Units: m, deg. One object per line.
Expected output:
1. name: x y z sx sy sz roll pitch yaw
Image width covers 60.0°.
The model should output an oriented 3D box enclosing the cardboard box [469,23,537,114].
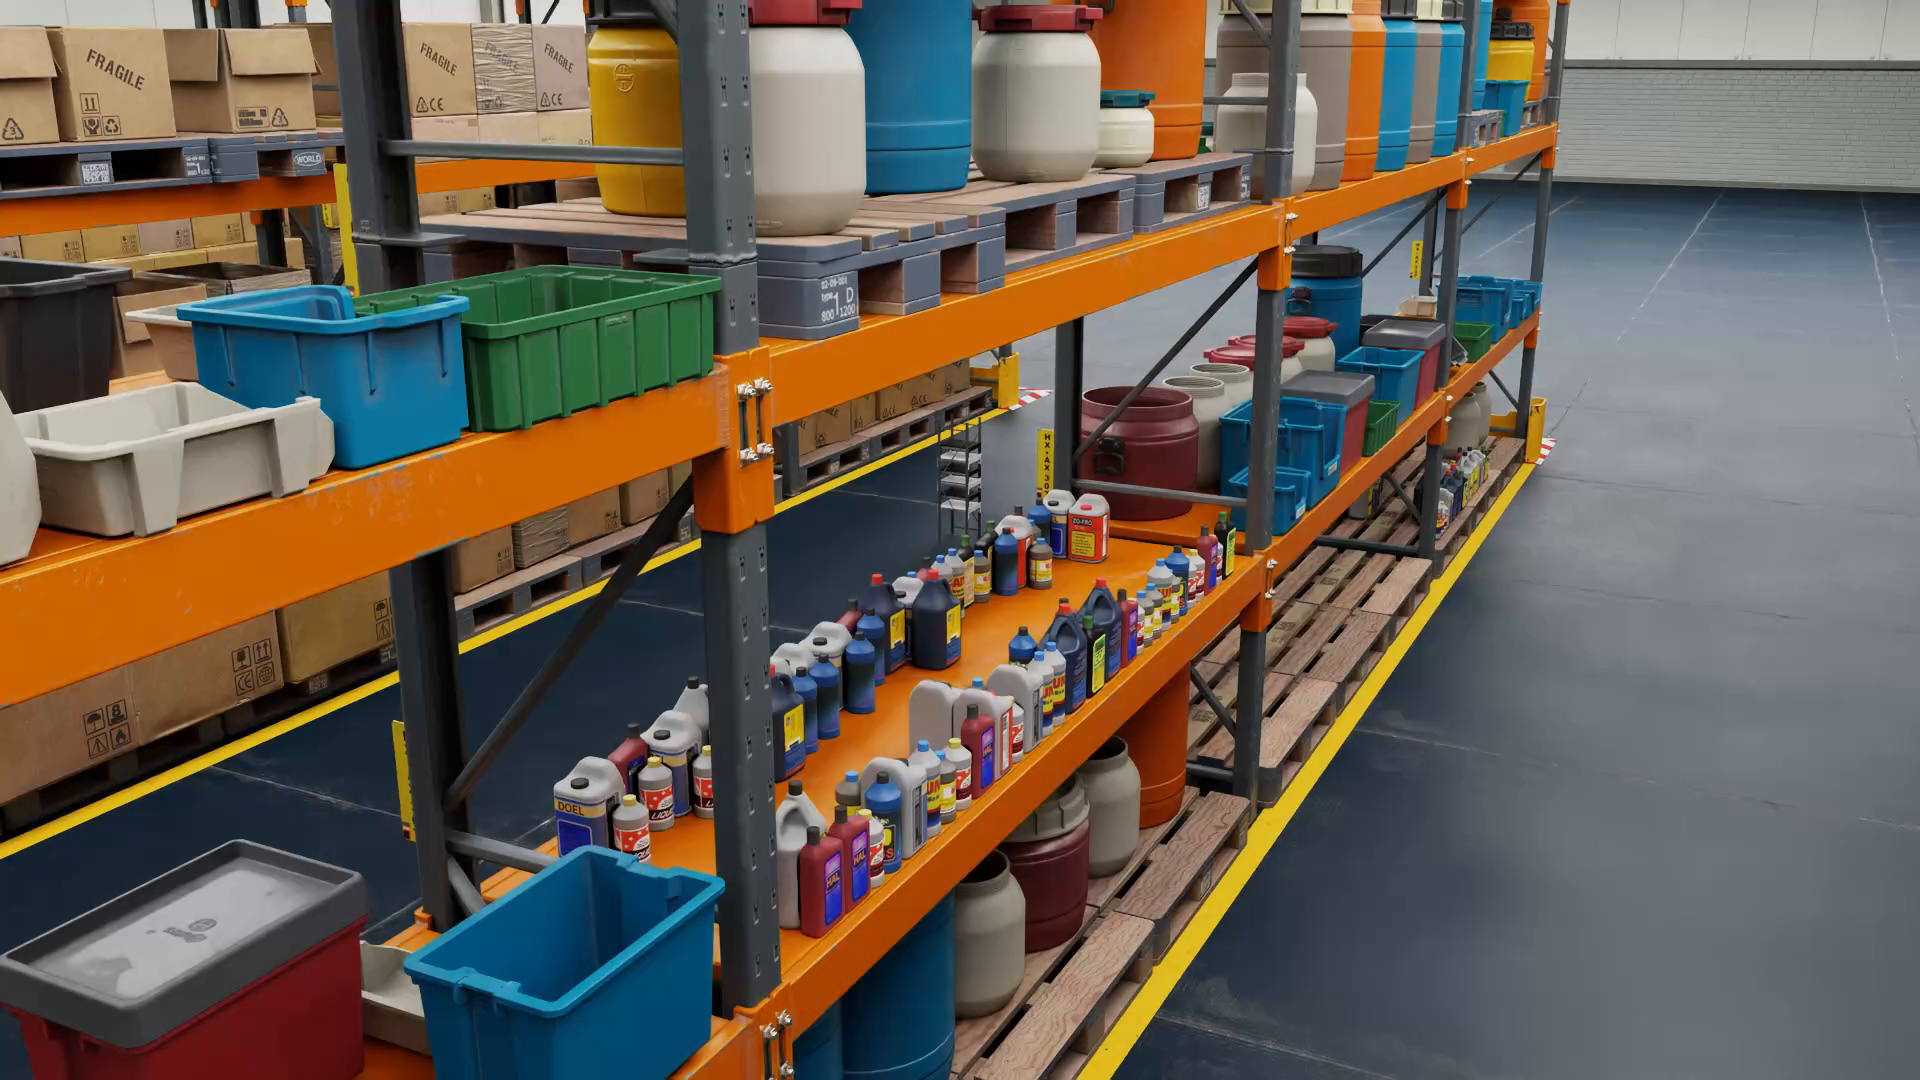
1. cardboard box: -2.863 -2.772 9.766 0.500 0.500 0.500 8 18 26

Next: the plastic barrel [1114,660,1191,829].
1. plastic barrel: 0.695 0.765 7.253 0.600 0.830 0.708 8 18 25

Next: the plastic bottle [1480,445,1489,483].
1. plastic bottle: 4.008 -0.591 12.745 0.061 0.283 0.133 9 19 27

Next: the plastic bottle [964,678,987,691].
1. plastic bottle: 0.056 0.538 5.293 0.097 0.201 0.097 0 17 0

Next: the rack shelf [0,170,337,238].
1. rack shelf: -4.427 -1.414 7.513 1.077 0.370 4.000 8 18 25

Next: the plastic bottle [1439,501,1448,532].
1. plastic bottle: 3.311 -0.166 11.457 0.097 0.201 0.097 0 17 0

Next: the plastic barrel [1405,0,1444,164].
1. plastic barrel: 2.360 -2.574 9.273 0.600 0.901 0.600 0 17 0

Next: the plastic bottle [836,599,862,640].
1. plastic bottle: -0.388 0.353 5.772 0.061 0.283 0.133 8 18 25

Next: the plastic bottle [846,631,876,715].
1. plastic bottle: -0.330 0.435 5.518 0.097 0.271 0.097 0 17 0

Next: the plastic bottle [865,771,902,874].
1. plastic bottle: -0.206 0.750 4.455 0.097 0.271 0.097 0 17 0

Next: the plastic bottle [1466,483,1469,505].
1. plastic bottle: 3.649 -0.359 12.106 0.097 0.201 0.097 0 17 0

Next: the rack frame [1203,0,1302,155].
1. rack frame: 0.898 -3.076 6.577 1.000 3.000 0.127 8 18 25

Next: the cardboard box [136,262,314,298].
1. cardboard box: -3.874 -1.175 8.776 0.797 0.503 0.637 9 19 27

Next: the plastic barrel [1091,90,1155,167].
1. plastic barrel: 0.550 -1.482 5.982 0.301 0.262 0.301 0 17 0

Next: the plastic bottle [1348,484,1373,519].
1. plastic bottle: 2.844 -0.343 11.790 0.144 0.351 0.185 8 18 25

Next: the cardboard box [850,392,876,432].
1. cardboard box: -1.075 -1.264 14.666 0.500 0.500 0.500 6 18 20

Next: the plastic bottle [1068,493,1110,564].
1. plastic bottle: 0.552 -0.053 7.151 0.152 0.276 0.135 8 18 25

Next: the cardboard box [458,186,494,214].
1. cardboard box: -5.206 -3.596 16.704 0.875 0.550 0.500 8 18 25

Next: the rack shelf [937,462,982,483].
1. rack shelf: -0.004 -0.484 11.873 0.258 0.077 0.200 8 18 25

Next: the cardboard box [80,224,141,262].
1. cardboard box: -7.035 -2.518 13.302 0.700 0.500 0.500 8 18 25

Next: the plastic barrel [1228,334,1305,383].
1. plastic barrel: 1.734 -0.882 9.486 0.433 0.535 0.433 0 17 0

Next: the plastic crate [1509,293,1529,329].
1. plastic crate: 4.221 -1.837 13.201 0.499 0.251 0.408 8 18 25

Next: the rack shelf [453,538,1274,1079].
1. rack shelf: 0.004 0.654 5.818 1.077 0.370 4.000 8 18 25

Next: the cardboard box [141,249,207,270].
1. cardboard box: -6.583 -2.130 13.751 0.500 0.500 0.500 8 18 26

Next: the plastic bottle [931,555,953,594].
1. plastic bottle: -0.074 0.192 6.337 0.097 0.271 0.097 0 17 0

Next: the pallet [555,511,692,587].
1. pallet: -2.636 -0.002 11.662 1.003 0.211 1.213 8 18 25

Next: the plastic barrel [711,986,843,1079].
1. plastic barrel: -0.631 1.487 4.699 0.600 0.901 0.708 8 18 25

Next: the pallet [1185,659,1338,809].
1. pallet: 1.279 0.944 8.476 1.003 0.211 1.213 8 18 25

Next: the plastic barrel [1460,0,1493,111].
1. plastic barrel: 3.226 -3.339 11.111 0.600 0.901 0.708 8 18 25

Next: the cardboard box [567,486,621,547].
1. cardboard box: -2.768 -0.305 11.399 0.700 0.500 0.500 10 19 30

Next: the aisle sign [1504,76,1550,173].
1. aisle sign: 4.771 -3.465 13.856 0.394 0.787 0.004 8 18 25

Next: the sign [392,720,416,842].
1. sign: -1.381 0.615 4.199 0.100 0.325 0.005 8 18 25

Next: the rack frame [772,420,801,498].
1. rack frame: -1.746 -1.849 12.983 1.000 3.000 0.127 8 18 25

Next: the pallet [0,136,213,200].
1. pallet: -4.270 -1.722 7.617 1.003 0.211 1.213 9 19 28

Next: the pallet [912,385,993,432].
1. pallet: -0.387 -1.310 16.064 1.003 0.211 1.213 8 18 25

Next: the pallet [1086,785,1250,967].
1. pallet: 0.583 1.342 7.134 1.003 0.211 1.213 8 18 25

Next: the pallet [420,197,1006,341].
1. pallet: -0.626 -0.741 4.315 1.213 0.211 1.003 8 18 25

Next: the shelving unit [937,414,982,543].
1. shelving unit: -0.004 -0.429 11.889 0.258 0.900 0.210 8 18 25

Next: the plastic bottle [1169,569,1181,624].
1. plastic bottle: 0.797 0.212 6.390 0.097 0.201 0.097 0 17 0

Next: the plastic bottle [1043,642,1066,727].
1. plastic bottle: 0.295 0.465 5.417 0.097 0.271 0.097 0 17 0

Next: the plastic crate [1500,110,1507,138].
1. plastic crate: 3.634 -2.923 11.701 0.336 0.188 0.450 8 18 25

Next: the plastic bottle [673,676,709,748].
1. plastic bottle: -0.771 0.566 4.936 0.144 0.351 0.185 8 18 25

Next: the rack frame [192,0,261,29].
1. rack frame: -8.824 -7.005 19.804 1.000 3.000 0.127 8 18 25

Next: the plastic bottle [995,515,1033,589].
1. plastic bottle: 0.209 0.046 6.819 0.152 0.276 0.135 8 18 25

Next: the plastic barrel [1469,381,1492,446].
1. plastic barrel: 4.247 -1.070 13.989 0.421 0.512 0.421 0 17 0

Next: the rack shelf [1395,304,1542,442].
1. rack shelf: 3.579 -1.384 12.679 1.077 0.370 4.000 8 18 25

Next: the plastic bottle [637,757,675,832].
1. plastic bottle: -0.861 0.713 4.705 0.097 0.201 0.097 0 17 0

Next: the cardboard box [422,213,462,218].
1. cardboard box: -5.411 -2.939 16.388 0.875 0.550 0.550 8 18 25

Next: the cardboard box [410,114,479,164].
1. cardboard box: -3.095 -2.284 9.441 0.500 0.250 0.500 8 19 26

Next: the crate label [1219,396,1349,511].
1. crate label: 1.584 -0.436 8.162 0.502 0.435 0.616 8 18 25

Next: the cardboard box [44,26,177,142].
1. cardboard box: -4.048 -2.122 7.720 0.500 0.500 0.500 9 19 28

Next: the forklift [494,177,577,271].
1. forklift: -4.032 -2.250 14.451 3.031 2.935 1.130 -10 19 -30

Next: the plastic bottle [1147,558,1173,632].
1. plastic bottle: 0.754 0.204 6.297 0.097 0.271 0.097 0 17 0

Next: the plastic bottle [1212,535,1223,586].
1. plastic bottle: 1.031 0.079 6.839 0.097 0.201 0.097 0 17 0

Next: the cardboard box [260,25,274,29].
1. cardboard box: -6.259 -4.589 15.066 0.380 0.149 0.250 8 18 25

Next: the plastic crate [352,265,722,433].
1. plastic crate: -0.808 -0.372 3.111 0.450 0.188 0.662 8 18 25

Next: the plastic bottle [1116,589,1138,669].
1. plastic bottle: 0.588 0.304 5.938 0.061 0.283 0.133 8 18 25
